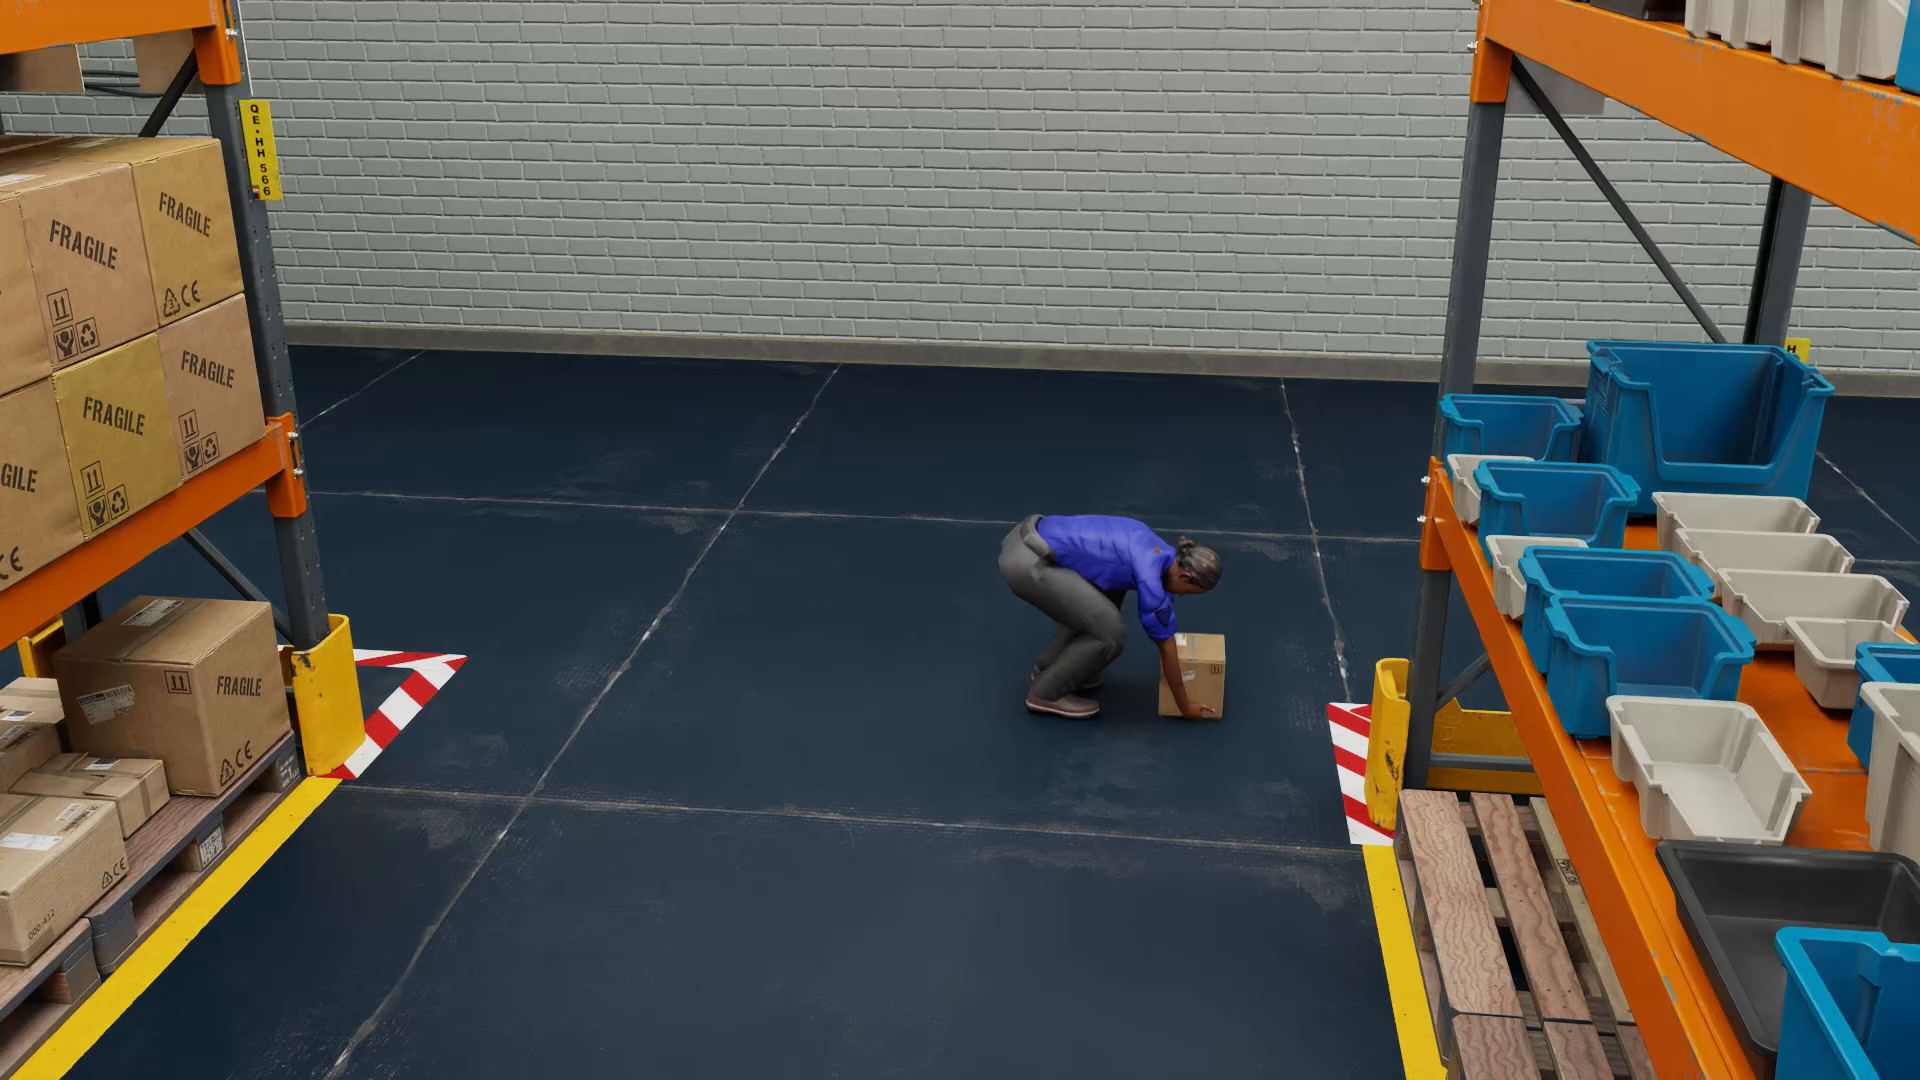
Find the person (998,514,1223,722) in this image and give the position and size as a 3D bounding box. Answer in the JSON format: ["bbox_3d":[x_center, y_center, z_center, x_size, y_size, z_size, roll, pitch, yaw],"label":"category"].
[{"bbox_3d":[0.588,0.295,6.581,0.871,0.780,0.472,2,21,4],"label":"person"}]
